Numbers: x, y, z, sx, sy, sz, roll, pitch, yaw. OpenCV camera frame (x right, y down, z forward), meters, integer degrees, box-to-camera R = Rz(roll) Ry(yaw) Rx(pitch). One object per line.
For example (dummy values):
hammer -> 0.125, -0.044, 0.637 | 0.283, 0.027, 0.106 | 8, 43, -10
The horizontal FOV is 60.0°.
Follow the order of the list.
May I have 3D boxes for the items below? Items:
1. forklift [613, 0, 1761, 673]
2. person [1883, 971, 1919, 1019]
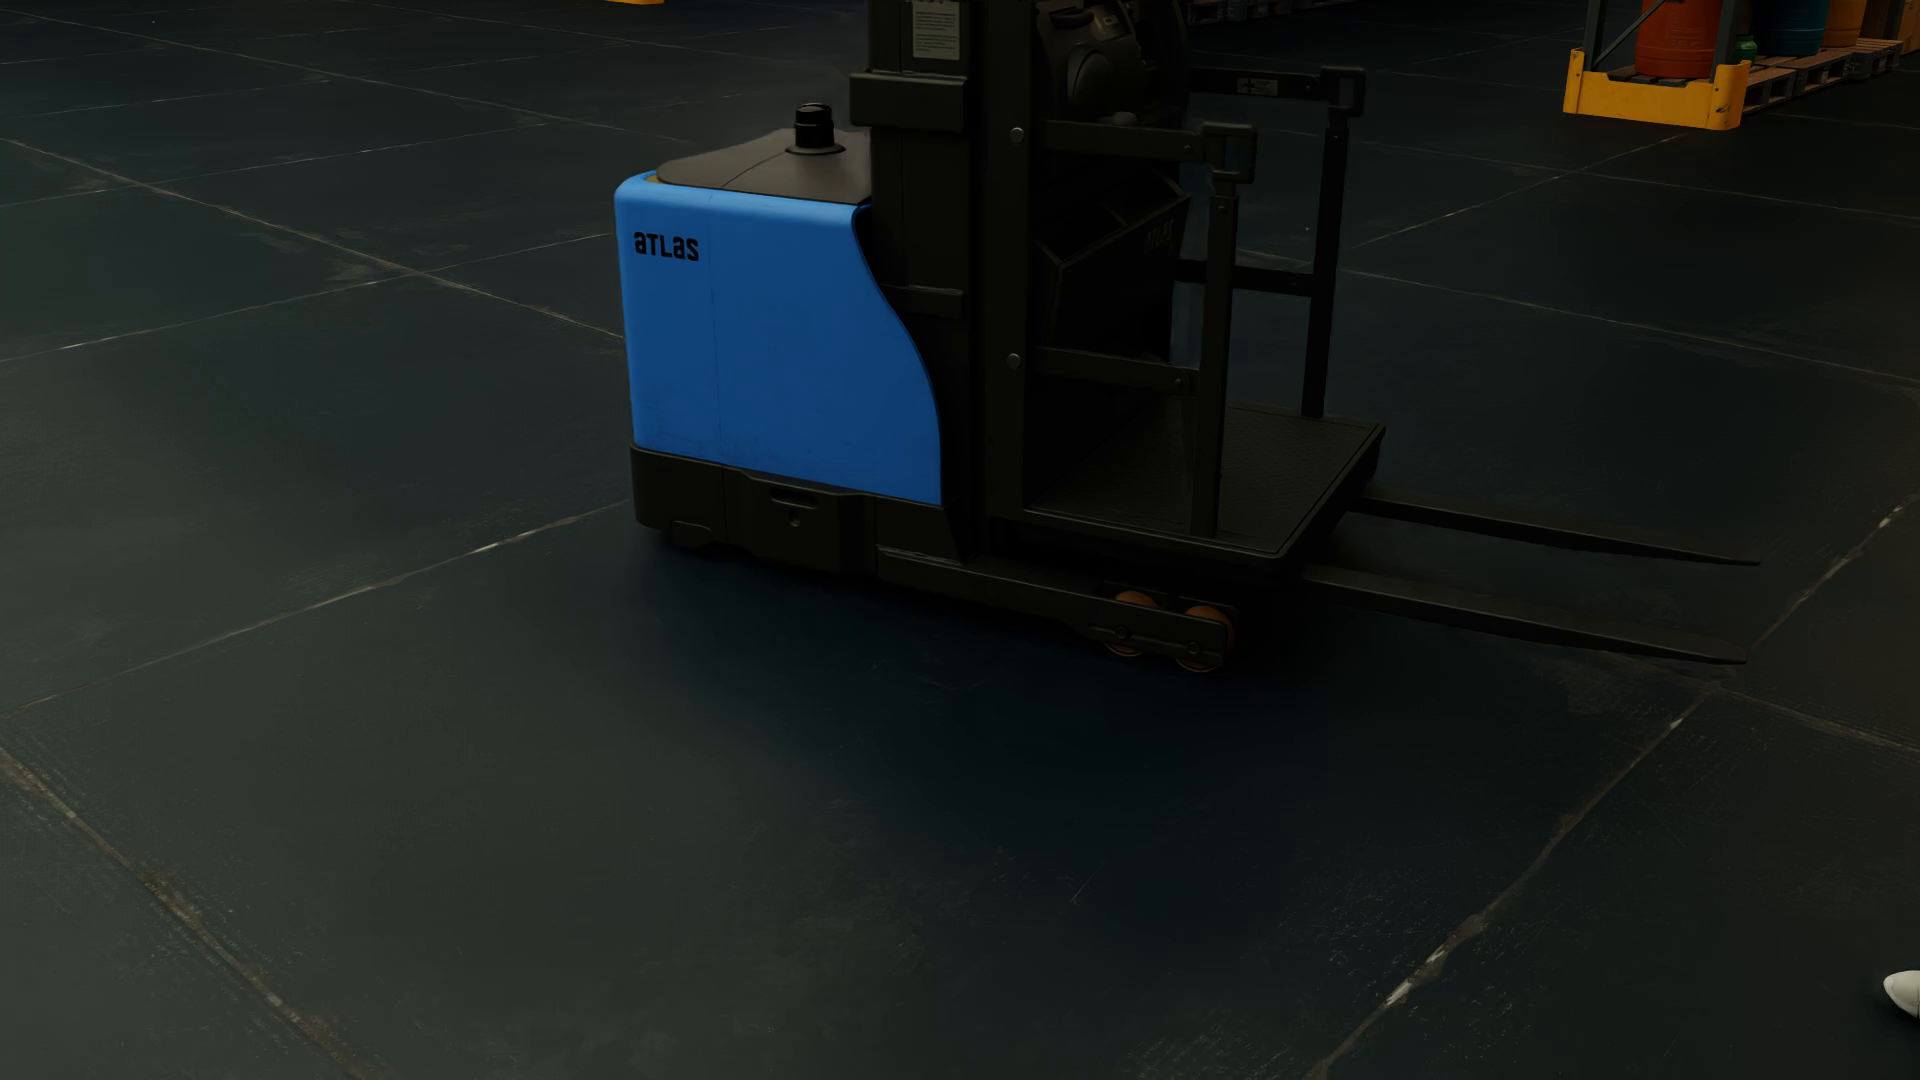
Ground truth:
forklift -> 0.583, -1.249, 4.177 | 3.031, 2.935, 1.130 | 11, 26, 24
person -> 1.784, 0.422, 2.164 | 0.902, 1.479, 1.200 | 16, 28, 32
